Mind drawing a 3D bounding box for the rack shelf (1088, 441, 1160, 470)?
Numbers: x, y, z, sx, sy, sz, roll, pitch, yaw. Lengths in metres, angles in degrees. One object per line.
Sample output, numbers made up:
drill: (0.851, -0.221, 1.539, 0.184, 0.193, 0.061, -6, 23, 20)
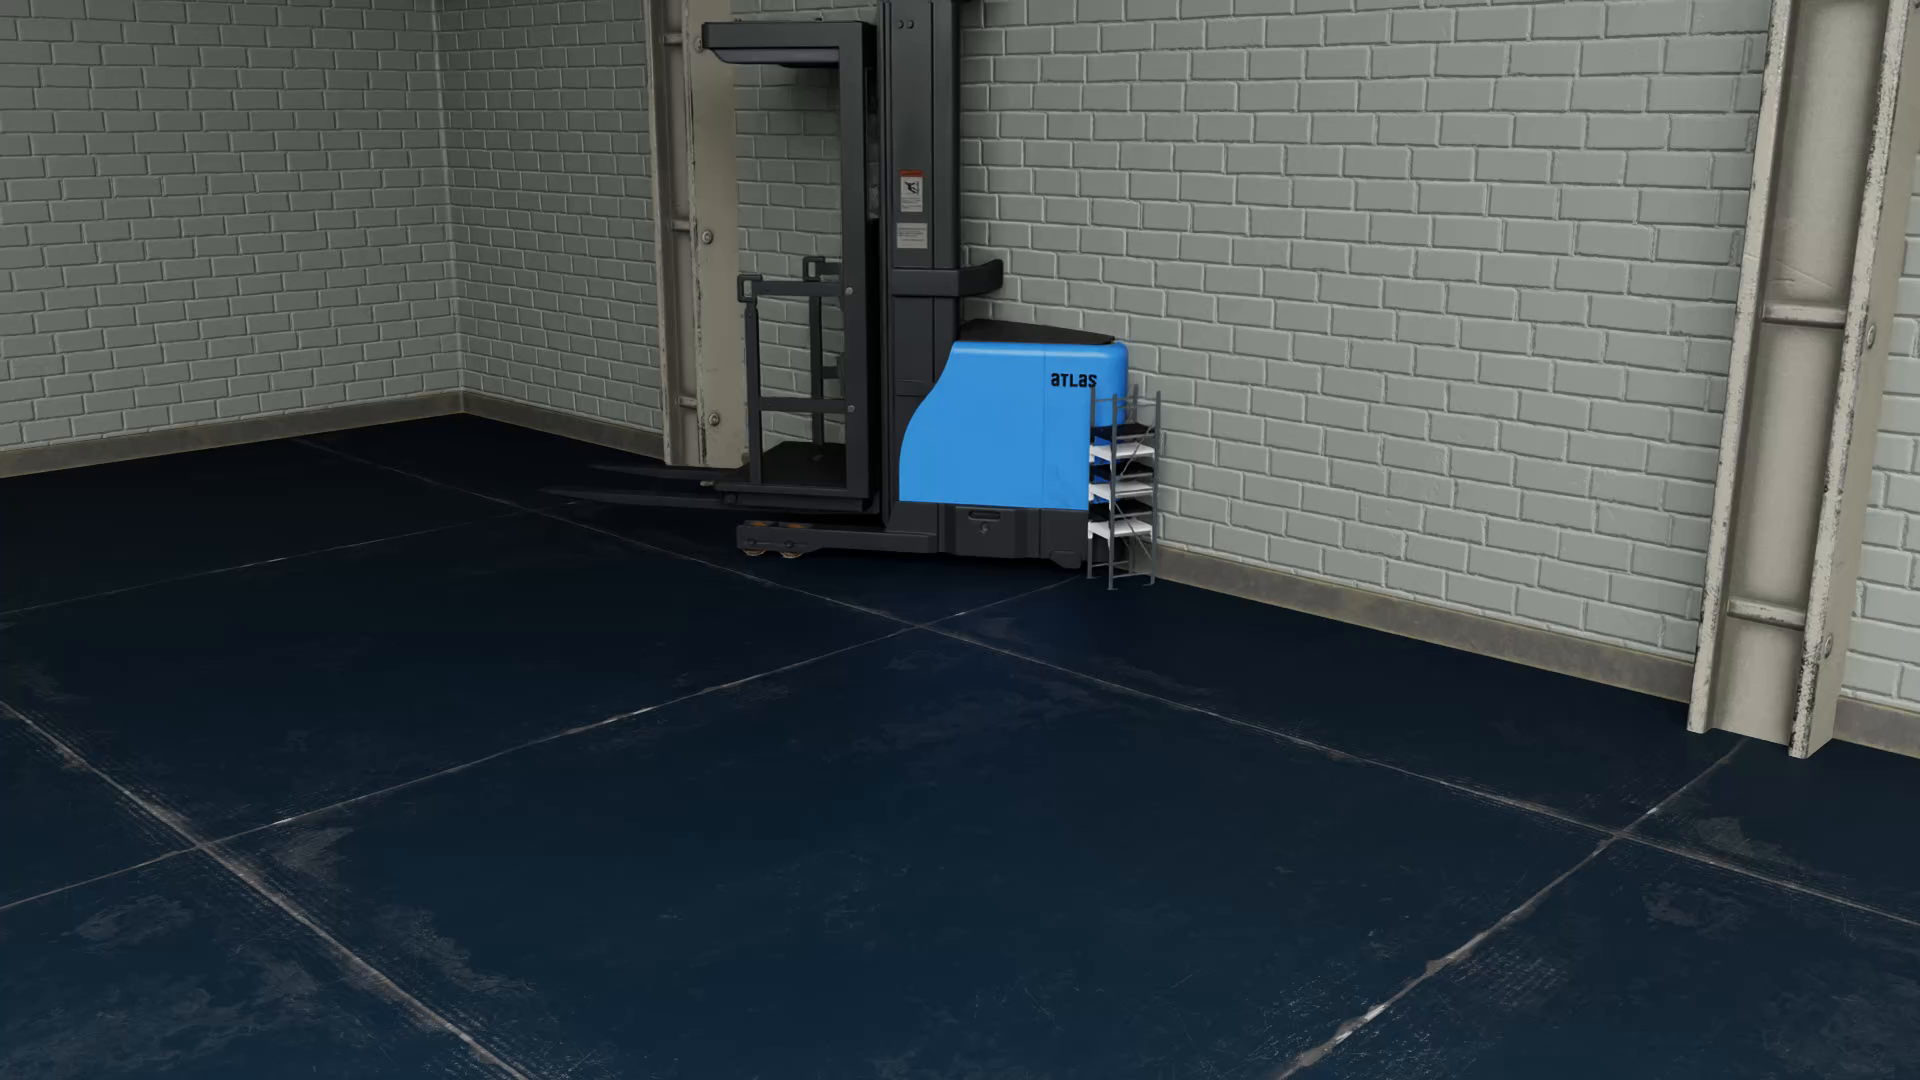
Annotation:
rack shelf: (0.743, -0.383, 7.535, 0.258, 0.077, 0.200, -6, 16, -23)

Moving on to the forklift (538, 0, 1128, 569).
forklift: (-0.618, -1.454, 8.199, 3.031, 2.935, 1.130, 3, 15, 12)

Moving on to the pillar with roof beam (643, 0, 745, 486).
pillar with roof beam: (-4.498, -3.948, 5.736, 0.400, 9.000, 9.100, 14, 20, 42)

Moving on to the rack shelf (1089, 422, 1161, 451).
rack shelf: (0.743, -0.470, 7.512, 0.258, 0.077, 0.200, -6, 16, -23)

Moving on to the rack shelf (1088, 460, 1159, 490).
rack shelf: (0.743, -0.296, 7.558, 0.258, 0.077, 0.200, -6, 16, -23)

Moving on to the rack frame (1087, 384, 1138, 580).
rack frame: (0.702, -0.264, 7.662, 0.240, 0.900, 0.006, -6, 16, -23)

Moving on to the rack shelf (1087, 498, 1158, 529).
rack shelf: (0.743, -0.122, 7.603, 0.258, 0.077, 0.200, -6, 16, -23)

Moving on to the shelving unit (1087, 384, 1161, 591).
shelving unit: (0.743, -0.241, 7.572, 0.258, 0.900, 0.210, -6, 16, -23)

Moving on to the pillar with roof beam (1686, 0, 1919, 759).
pillar with roof beam: (-0.179, -2.898, 1.706, 0.400, 9.000, 9.100, 14, 20, 42)

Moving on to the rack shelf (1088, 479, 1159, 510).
rack shelf: (0.743, -0.209, 7.580, 0.258, 0.077, 0.200, -6, 16, -23)

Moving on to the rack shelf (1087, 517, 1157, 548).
rack shelf: (0.743, -0.034, 7.626, 0.258, 0.077, 0.200, -6, 16, -23)

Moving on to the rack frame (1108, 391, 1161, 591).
rack frame: (0.784, -0.217, 7.482, 0.240, 0.900, 0.006, -6, 16, -23)
